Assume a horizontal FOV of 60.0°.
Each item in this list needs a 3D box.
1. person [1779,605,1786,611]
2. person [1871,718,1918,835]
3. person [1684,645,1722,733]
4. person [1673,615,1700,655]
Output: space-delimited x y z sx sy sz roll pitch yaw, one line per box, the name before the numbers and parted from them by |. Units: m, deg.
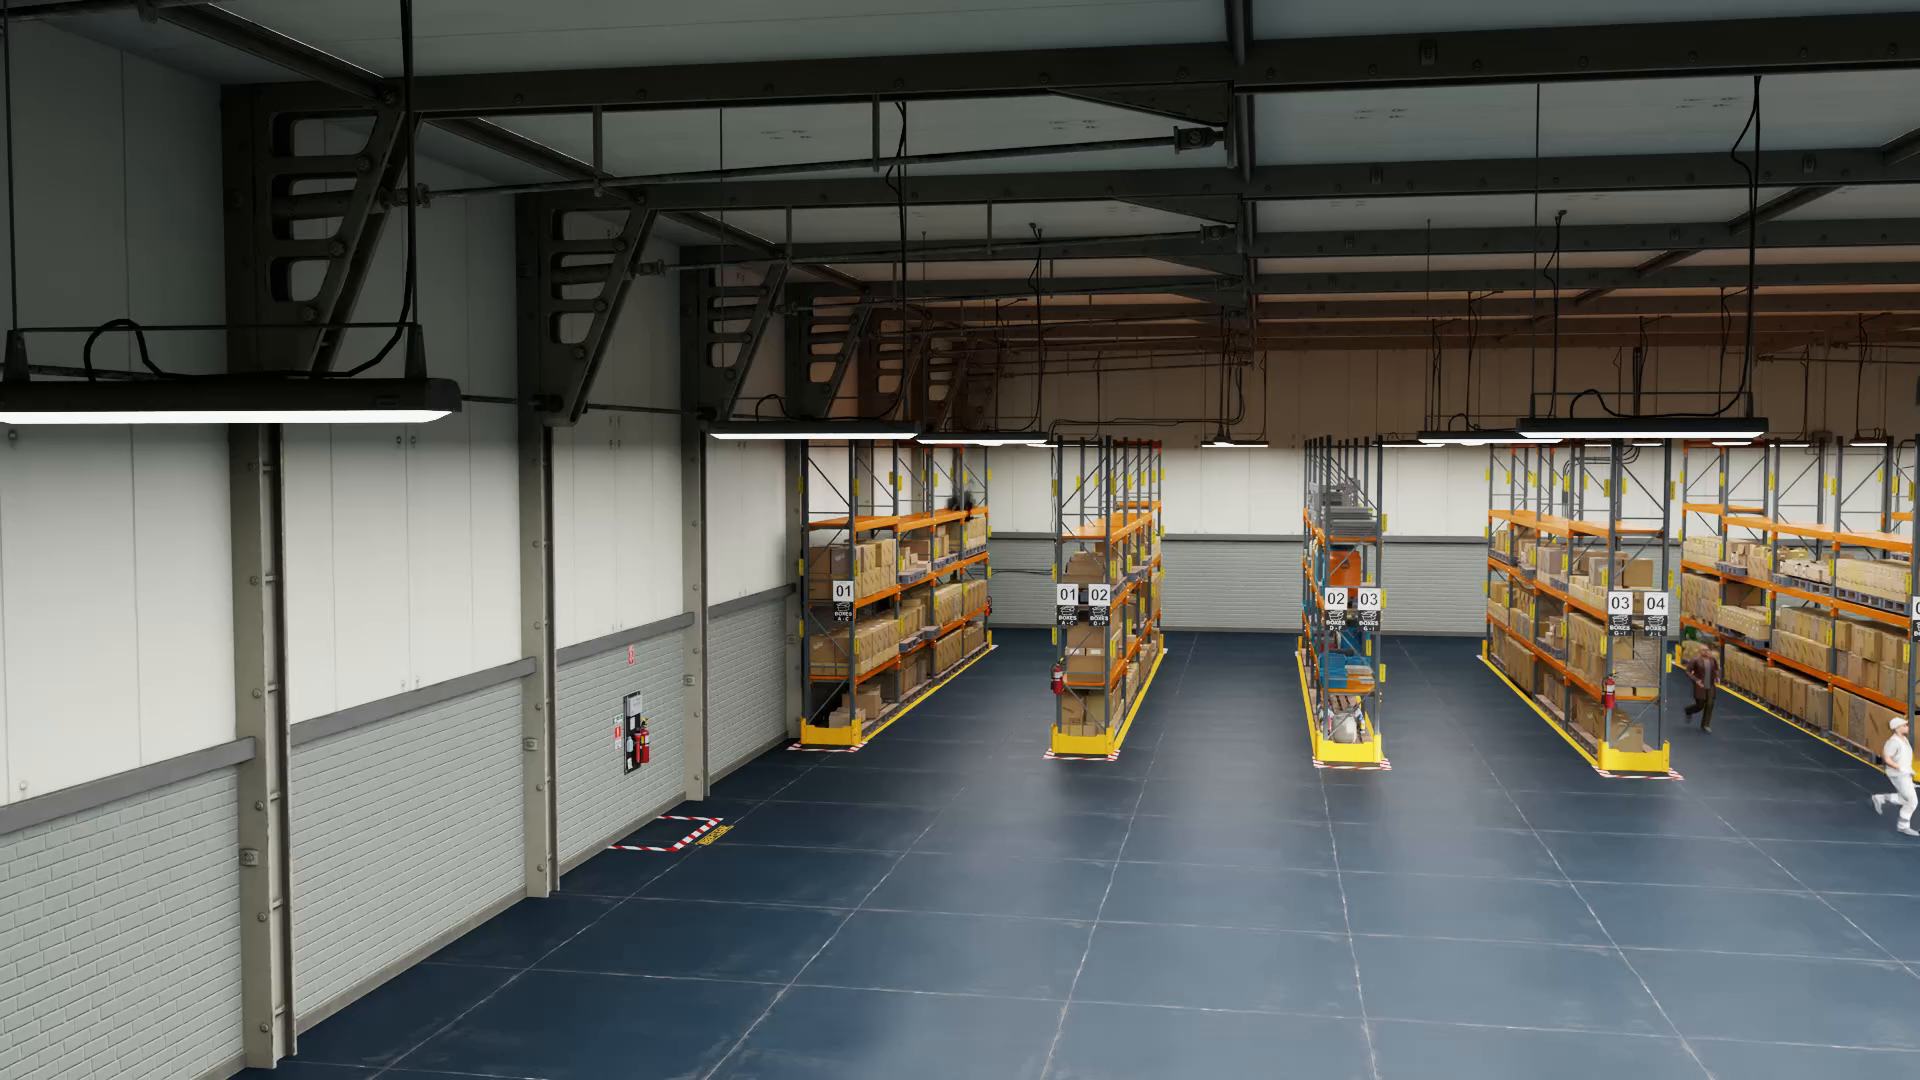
person | 21.042 2.546 42.531 0.698 1.756 0.886 0 3 6
person | 14.025 3.517 24.939 0.675 1.725 0.676 3 4 41
person | 15.192 3.019 34.003 0.717 1.767 0.826 0 3 -1
person | 20.097 2.342 45.809 0.898 1.761 0.692 2 4 38
